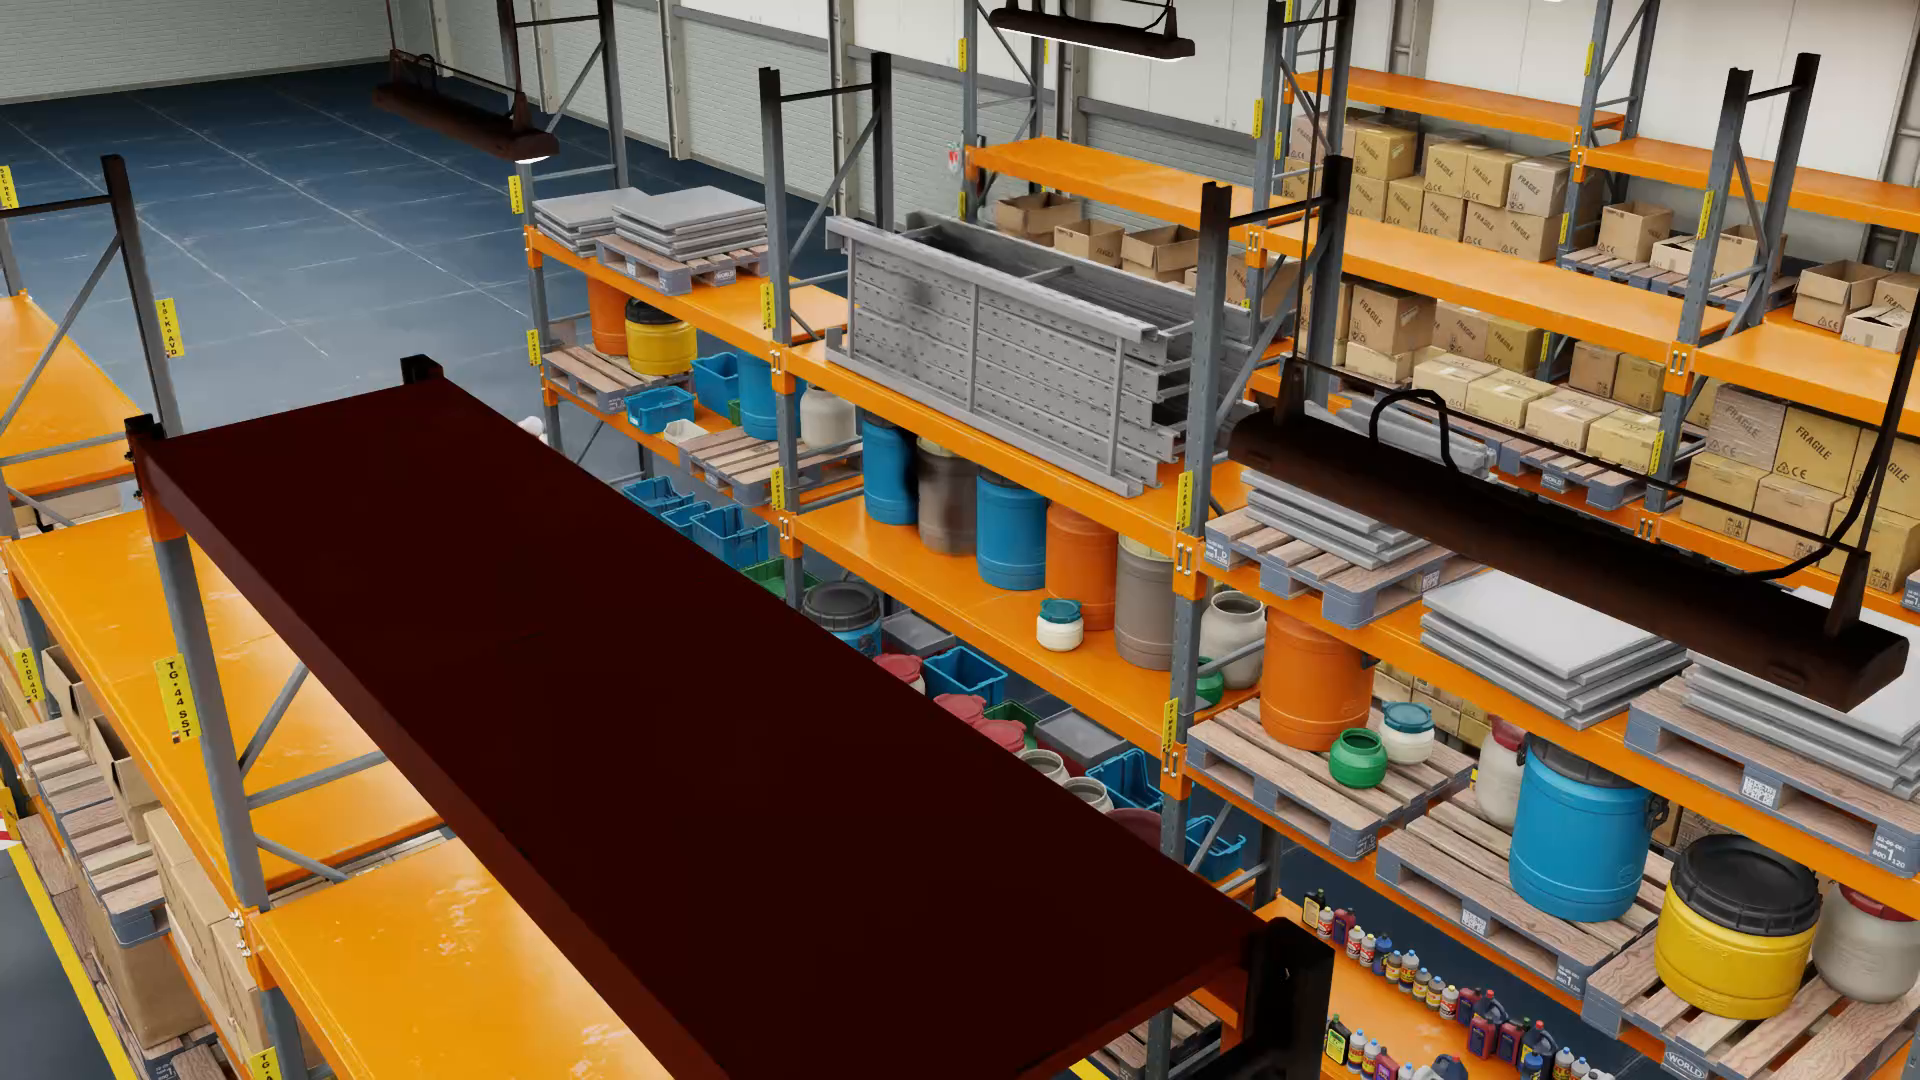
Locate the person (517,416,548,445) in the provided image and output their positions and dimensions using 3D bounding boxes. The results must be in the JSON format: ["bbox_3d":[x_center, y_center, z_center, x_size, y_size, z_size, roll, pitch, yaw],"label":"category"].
[{"bbox_3d":[-4.280,-0.476,17.293,0.695,1.745,0.726,0,26,-1],"label":"person"}]
